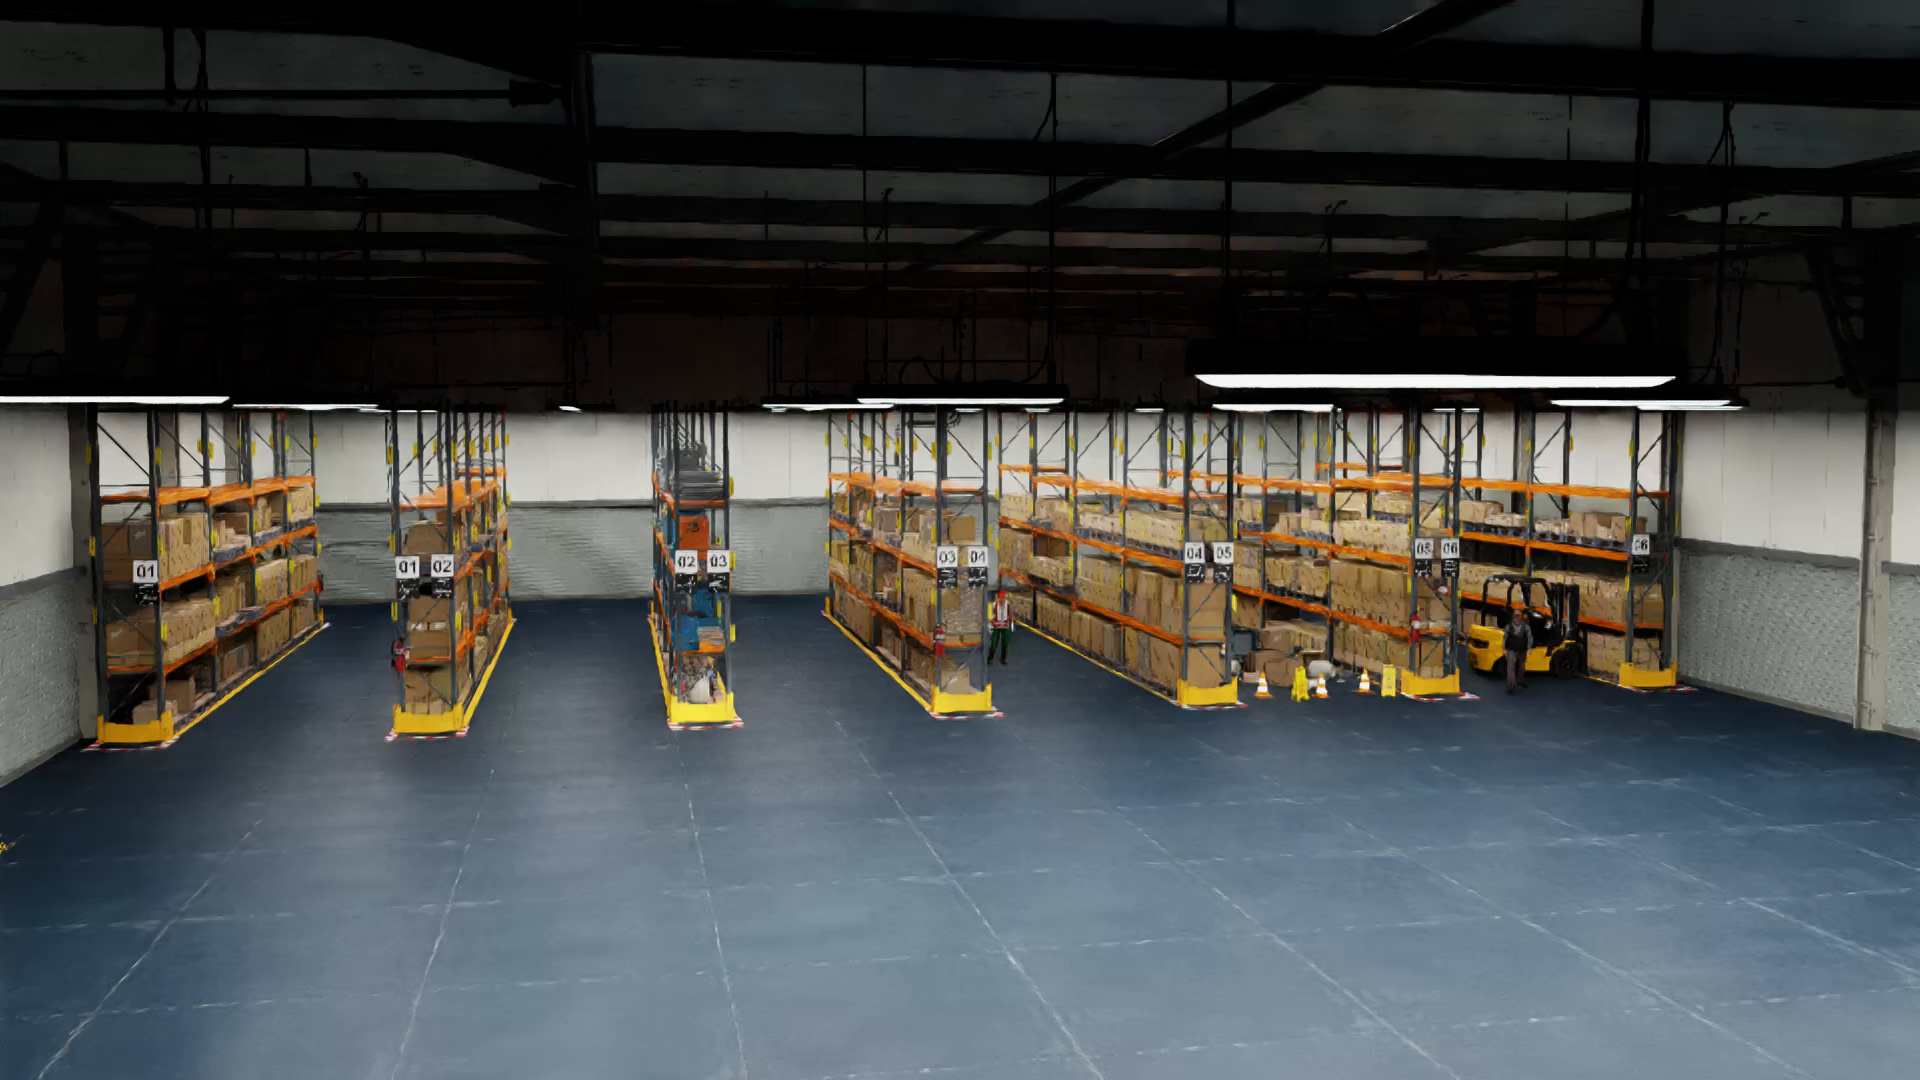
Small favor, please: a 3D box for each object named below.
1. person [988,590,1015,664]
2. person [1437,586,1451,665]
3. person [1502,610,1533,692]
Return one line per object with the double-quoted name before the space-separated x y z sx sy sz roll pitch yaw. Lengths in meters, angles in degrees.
"person" 0.924 1.994 38.061 0.677 1.742 0.551 -1 4 -13
"person" 11.027 1.942 38.129 0.577 1.785 0.655 1 5 19
"person" 11.560 2.290 34.495 0.591 1.686 0.953 1 4 15
